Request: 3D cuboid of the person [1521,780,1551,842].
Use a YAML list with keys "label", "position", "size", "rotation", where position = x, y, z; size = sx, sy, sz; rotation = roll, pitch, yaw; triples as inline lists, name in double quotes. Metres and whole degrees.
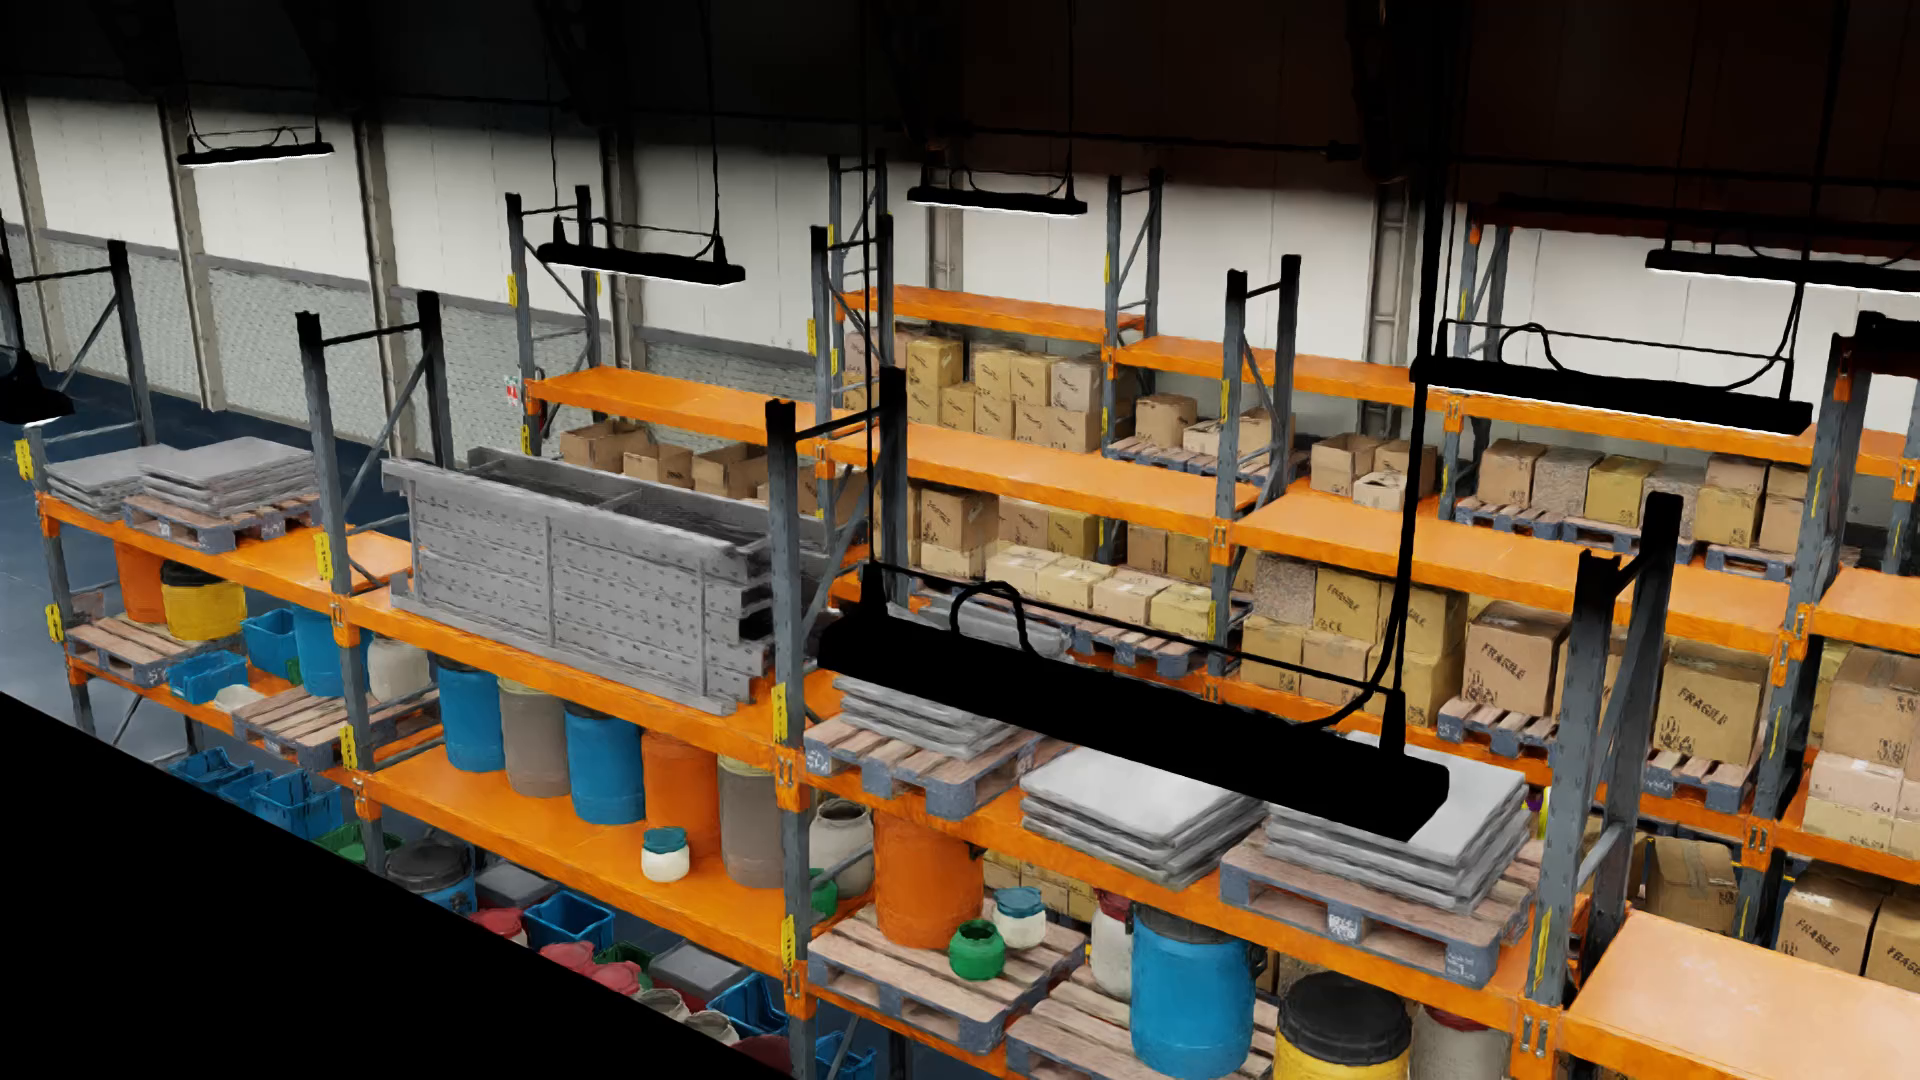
- label: "person"
  position: [4.865, 2.689, 14.240]
  size: [0.628, 1.766, 0.446]
  rotation: [2, 19, 5]
